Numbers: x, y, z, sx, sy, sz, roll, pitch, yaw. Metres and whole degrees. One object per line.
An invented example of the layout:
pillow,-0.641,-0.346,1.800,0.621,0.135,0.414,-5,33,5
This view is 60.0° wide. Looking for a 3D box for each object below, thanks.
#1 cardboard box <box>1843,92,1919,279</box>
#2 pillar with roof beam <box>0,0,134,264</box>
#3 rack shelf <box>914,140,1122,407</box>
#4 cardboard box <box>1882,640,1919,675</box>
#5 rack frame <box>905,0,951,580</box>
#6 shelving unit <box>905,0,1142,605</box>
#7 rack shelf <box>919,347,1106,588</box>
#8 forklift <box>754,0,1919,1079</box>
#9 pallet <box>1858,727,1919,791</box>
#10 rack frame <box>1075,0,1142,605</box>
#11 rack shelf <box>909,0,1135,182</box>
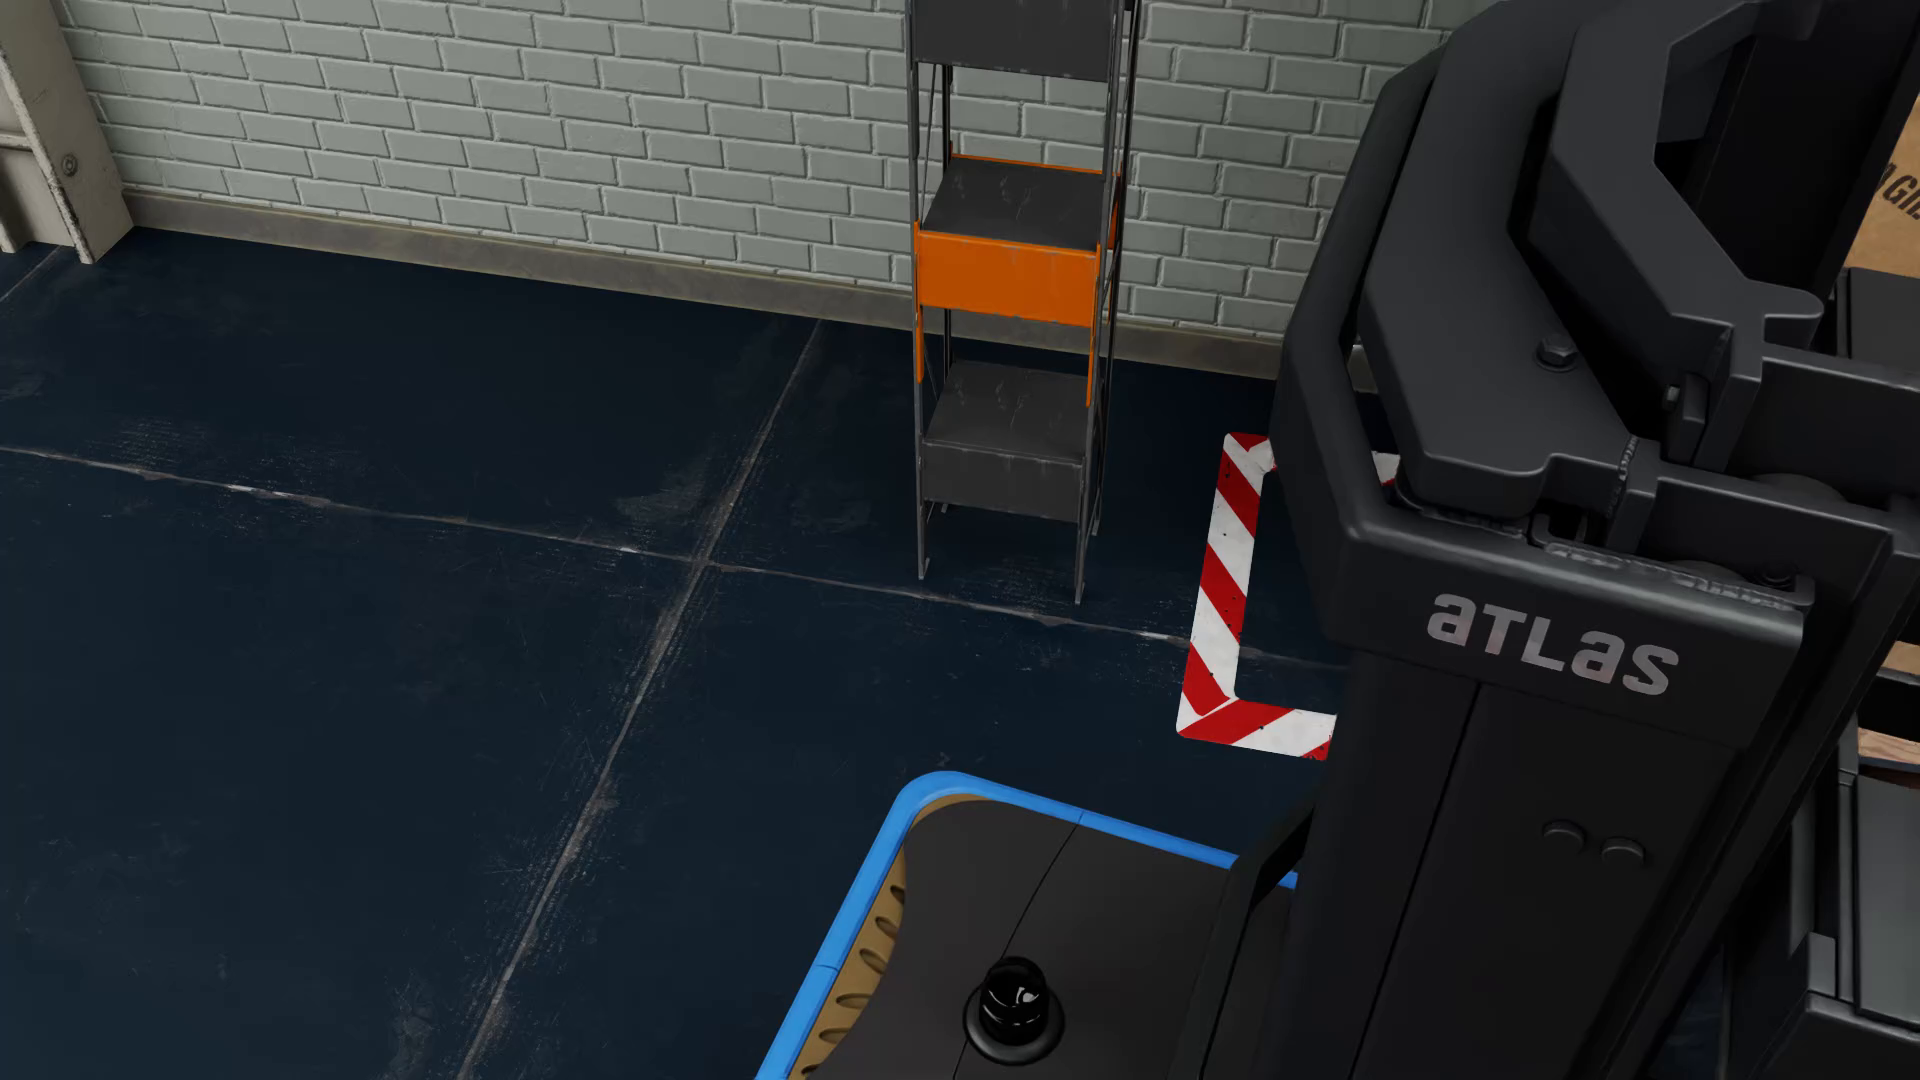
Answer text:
cardboard box,1.918,-0.827,3.499,0.500,0.500,0.500,9,45,9
pillar with roof beam,-4.406,-1.515,0.335,0.400,9.000,9.100,9,45,9
rack shelf,0.162,-0.722,4.505,0.480,0.518,0.431,9,45,9
cardboard box,2.730,0.183,4.519,0.500,0.311,0.500,12,45,12
rack frame,-0.077,-0.768,4.534,0.015,2.100,0.400,9,45,9
shelving unit,0.162,-0.731,4.496,0.503,2.100,0.431,9,45,9
rack shelf,0.162,-0.217,4.991,0.480,0.518,0.431,9,45,9
forklift,1.135,0.826,2.278,3.031,2.935,1.130,15,46,15
pallet,2.377,0.284,4.803,1.213,0.211,1.003,9,45,9
rack frame,0.400,-0.694,4.457,0.015,2.100,0.400,9,45,9
rack shelf,0.162,-1.226,4.020,0.480,0.518,0.431,9,45,9
